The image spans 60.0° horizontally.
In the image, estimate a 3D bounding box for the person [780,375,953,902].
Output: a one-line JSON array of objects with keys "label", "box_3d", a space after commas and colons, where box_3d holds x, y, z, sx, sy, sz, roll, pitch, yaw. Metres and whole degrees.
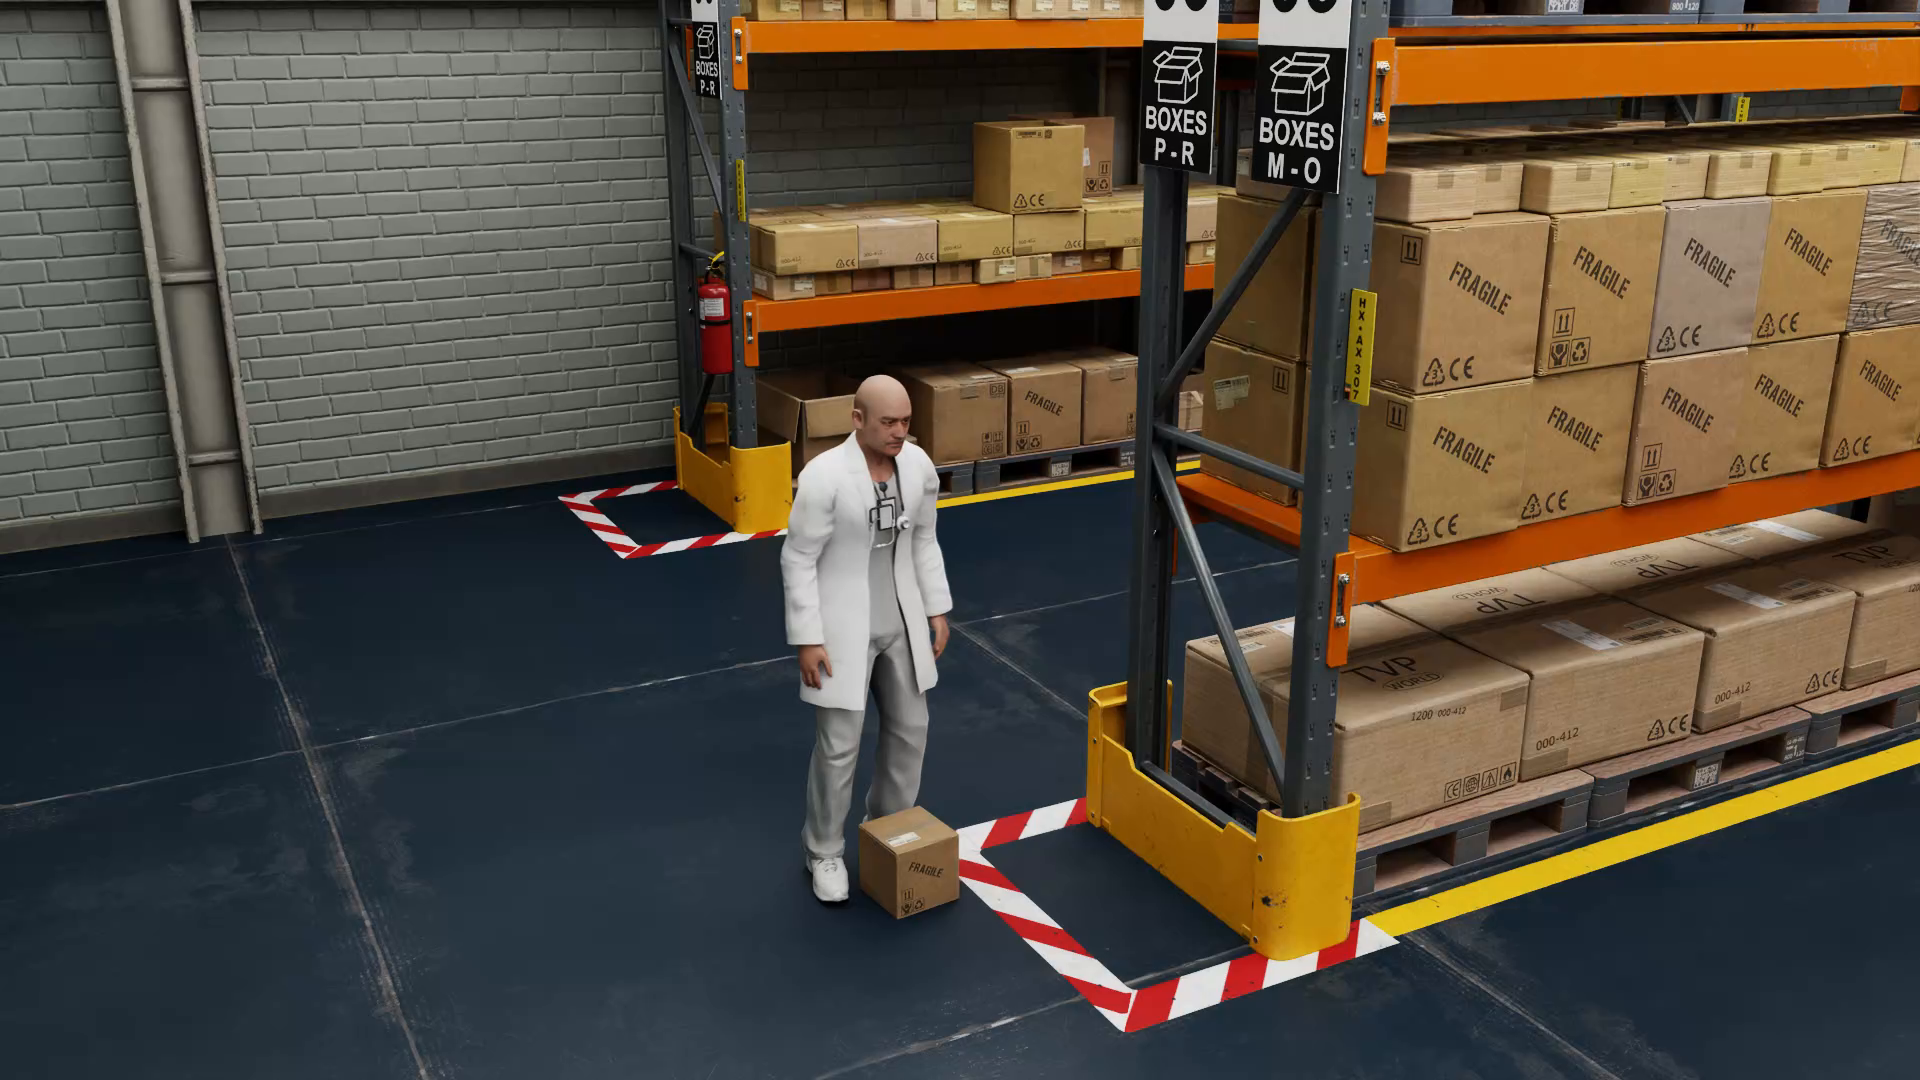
[{"label": "person", "box_3d": [-0.298, 0.306, 5.650, 0.651, 1.773, 0.427, -13, 22, -33]}]
